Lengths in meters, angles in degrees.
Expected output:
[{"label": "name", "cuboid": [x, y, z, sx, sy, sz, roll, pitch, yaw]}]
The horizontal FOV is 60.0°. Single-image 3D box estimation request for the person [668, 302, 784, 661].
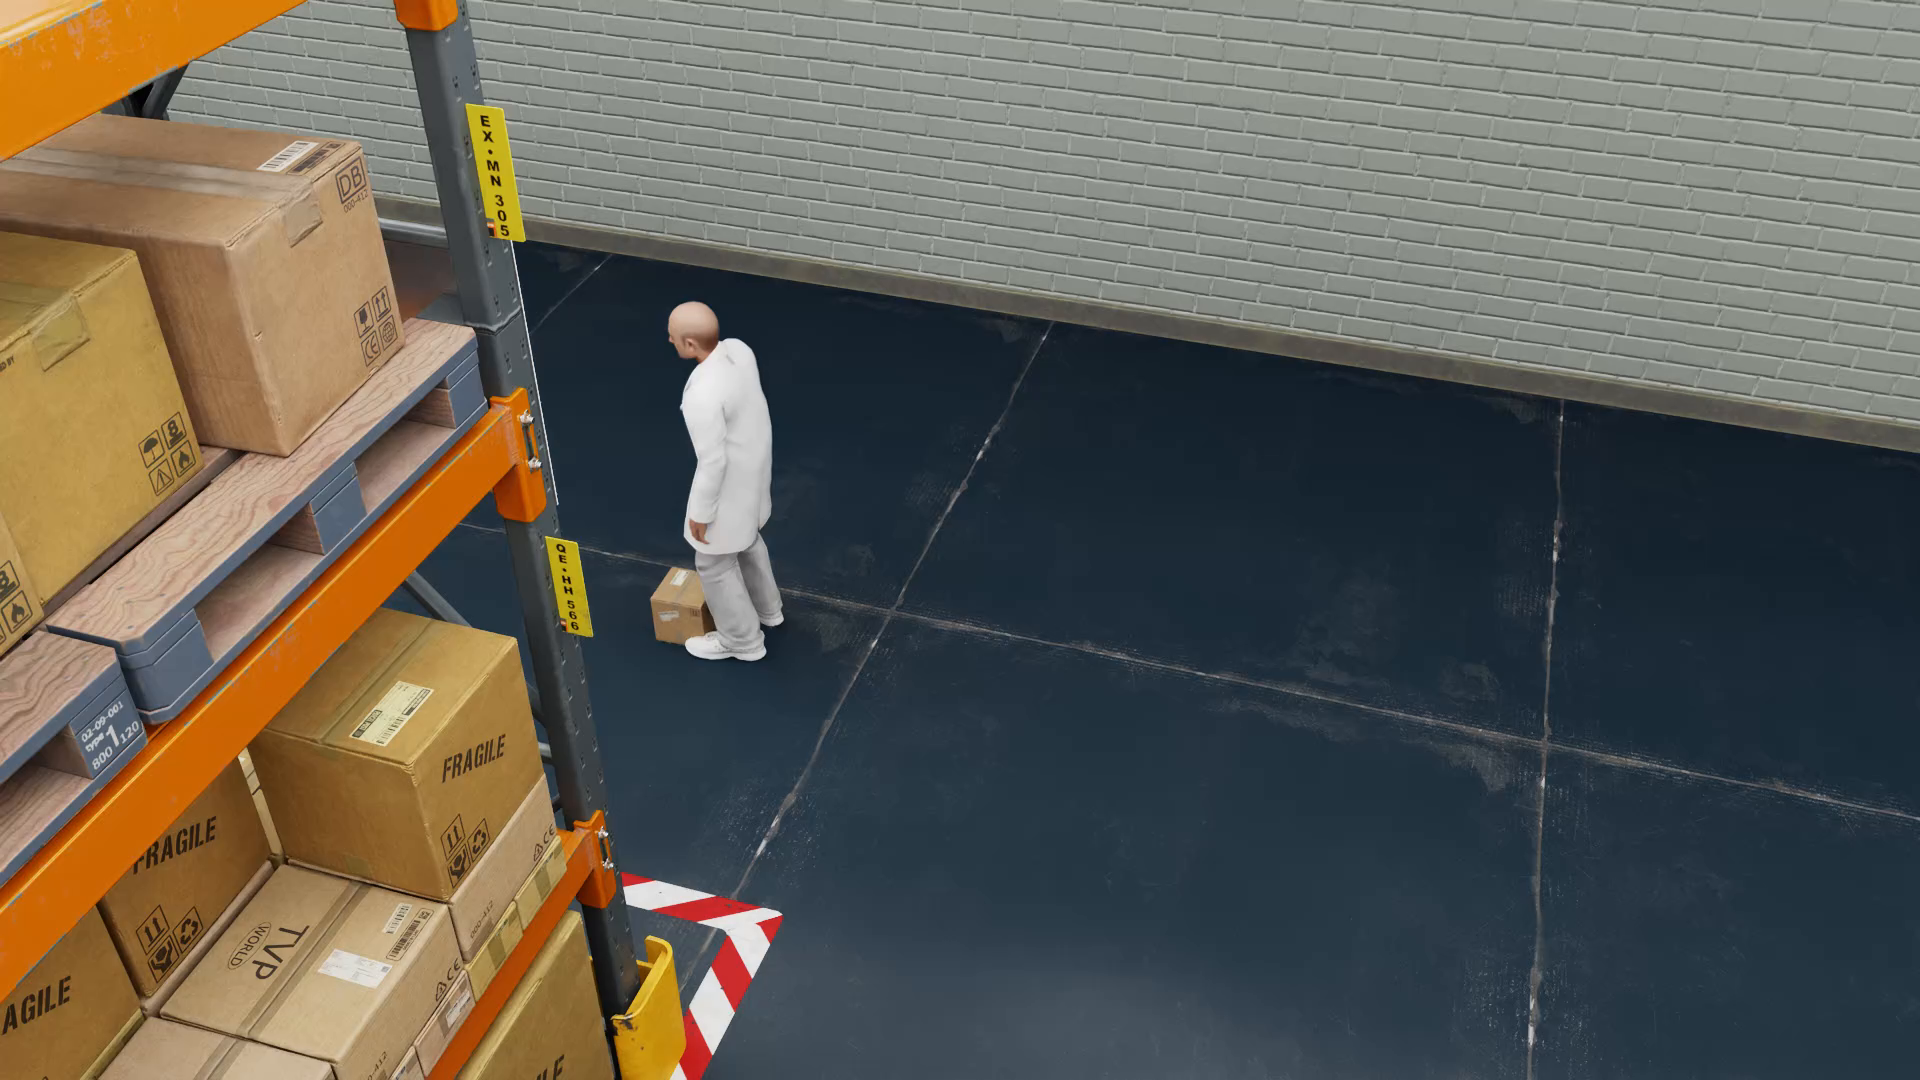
[{"label": "person", "cuboid": [-1.028, -0.247, 7.240, 0.429, 1.772, 0.648, 8, 37, 11]}]
